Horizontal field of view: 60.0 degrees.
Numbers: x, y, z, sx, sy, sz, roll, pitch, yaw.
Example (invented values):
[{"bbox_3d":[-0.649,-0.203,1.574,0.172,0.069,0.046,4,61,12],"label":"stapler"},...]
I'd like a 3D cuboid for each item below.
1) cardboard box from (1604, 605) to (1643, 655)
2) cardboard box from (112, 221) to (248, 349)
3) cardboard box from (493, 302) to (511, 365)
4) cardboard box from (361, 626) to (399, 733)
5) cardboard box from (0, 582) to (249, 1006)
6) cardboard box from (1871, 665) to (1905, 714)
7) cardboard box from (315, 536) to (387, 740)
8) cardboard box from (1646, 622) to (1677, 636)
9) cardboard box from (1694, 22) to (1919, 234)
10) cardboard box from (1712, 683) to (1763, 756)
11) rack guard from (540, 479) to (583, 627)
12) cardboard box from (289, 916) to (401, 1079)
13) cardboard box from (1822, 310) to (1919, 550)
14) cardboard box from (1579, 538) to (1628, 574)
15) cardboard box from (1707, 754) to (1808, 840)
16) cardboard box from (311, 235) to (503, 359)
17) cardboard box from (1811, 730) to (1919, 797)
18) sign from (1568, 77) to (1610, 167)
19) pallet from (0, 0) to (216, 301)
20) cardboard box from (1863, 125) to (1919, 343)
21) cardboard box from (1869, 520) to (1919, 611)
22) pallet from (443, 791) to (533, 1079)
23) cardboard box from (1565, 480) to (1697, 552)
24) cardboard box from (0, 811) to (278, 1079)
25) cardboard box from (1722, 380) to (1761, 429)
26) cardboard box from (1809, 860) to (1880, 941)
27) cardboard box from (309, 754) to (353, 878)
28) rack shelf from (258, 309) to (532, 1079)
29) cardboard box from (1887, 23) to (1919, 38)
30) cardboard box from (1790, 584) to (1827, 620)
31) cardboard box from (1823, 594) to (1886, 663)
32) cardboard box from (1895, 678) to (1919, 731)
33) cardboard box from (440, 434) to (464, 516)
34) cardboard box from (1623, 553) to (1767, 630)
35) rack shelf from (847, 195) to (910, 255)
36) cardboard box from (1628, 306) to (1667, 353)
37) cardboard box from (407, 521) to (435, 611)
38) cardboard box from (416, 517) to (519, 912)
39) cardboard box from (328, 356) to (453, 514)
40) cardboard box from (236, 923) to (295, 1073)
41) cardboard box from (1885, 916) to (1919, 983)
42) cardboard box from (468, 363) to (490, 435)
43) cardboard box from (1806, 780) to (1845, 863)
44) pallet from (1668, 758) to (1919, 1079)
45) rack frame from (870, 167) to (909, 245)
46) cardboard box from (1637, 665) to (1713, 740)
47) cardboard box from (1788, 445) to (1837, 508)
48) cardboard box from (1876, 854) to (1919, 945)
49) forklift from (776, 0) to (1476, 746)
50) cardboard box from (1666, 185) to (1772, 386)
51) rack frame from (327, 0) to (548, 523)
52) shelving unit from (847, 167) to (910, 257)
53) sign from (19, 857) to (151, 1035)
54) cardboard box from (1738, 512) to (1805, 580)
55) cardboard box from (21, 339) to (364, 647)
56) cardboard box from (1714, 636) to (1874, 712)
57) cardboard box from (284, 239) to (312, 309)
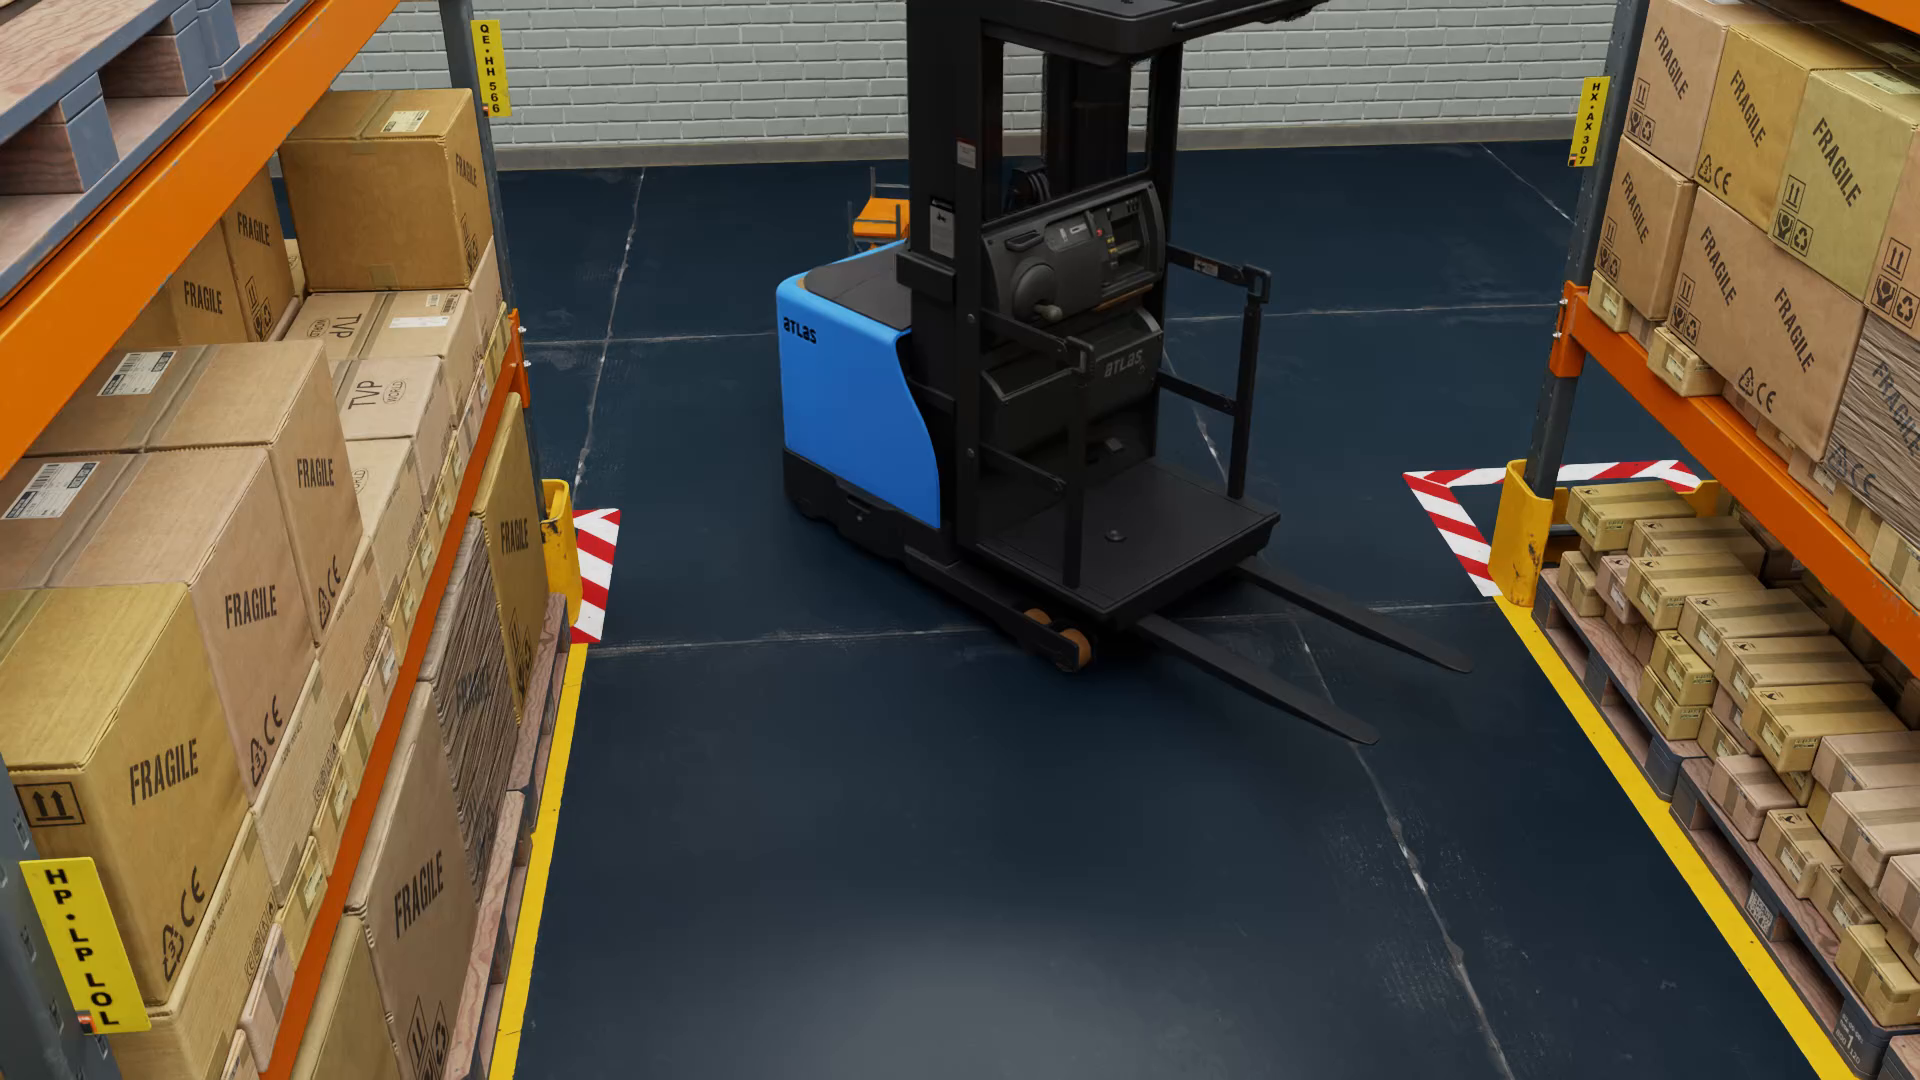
[{"bbox_3d":[2.652,0.292,6.206,0.380,0.149,0.250,-3,31,-5],"label":"cardboard box"},{"bbox_3d":[-2.255,-0.586,4.430,0.500,0.500,0.500,-4,31,-6],"label":"cardboard box"},{"bbox_3d":[-1.771,-0.704,5.748,0.380,0.149,0.250,-2,31,-4],"label":"cardboard box"},{"bbox_3d":[-1.577,0.343,3.995,0.380,0.149,0.250,-2,31,-4],"label":"cardboard box"},{"bbox_3d":[-1.549,0.422,2.743,0.500,0.500,0.500,-3,31,-5],"label":"cardboard box"},{"bbox_3d":[3.260,0.537,5.507,0.380,0.149,0.250,-2,31,-4],"label":"cardboard box"},{"bbox_3d":[-1.637,0.230,3.796,0.500,0.250,0.500,-2,31,-3],"label":"cardboard box"},{"bbox_3d":[2.689,0.295,5.911,0.380,0.149,0.250,-2,31,-4],"label":"cardboard box"},{"bbox_3d":[2.646,-1.265,5.079,0.500,0.500,0.500,-2,31,-3],"label":"cardboard box"},{"bbox_3d":[2.724,0.562,5.464,0.380,0.149,0.250,-4,31,-7],"label":"cardboard box"},{"bbox_3d":[-2.135,0.083,6.624,1.175,0.500,0.348,-3,31,-5],"label":"rack guard"},{"bbox_3d":[-1.741,1.455,3.551,0.875,0.875,0.875,-3,31,-5],"label":"cardboard box"},{"bbox_3d":[2.744,-0.309,4.455,0.500,0.500,0.500,-4,31,-6],"label":"cardboard box"},{"bbox_3d":[2.609,0.032,6.352,0.380,0.149,0.250,-2,31,-3],"label":"cardboard box"},{"bbox_3d":[2.652,0.812,5.337,0.380,0.149,0.250,-4,31,-7],"label":"cardboard box"},{"bbox_3d":[-1.823,-0.806,5.531,0.500,0.250,0.500,-3,31,-5],"label":"cardboard box"},{"bbox_3d":[2.787,0.703,4.939,0.380,0.149,0.250,-3,31,-4],"label":"cardboard box"},{"bbox_3d":[2.275,-1.510,6.008,0.100,0.325,0.005,-3,31,-5],"label":"sign"},{"bbox_3d":[-1.825,-0.604,2.497,1.003,0.211,1.213,-3,31,-5],"label":"pallet"},{"bbox_3d":[2.724,-0.738,4.198,0.500,0.500,0.500,-4,31,-6],"label":"cardboard box"},{"bbox_3d":[2.712,0.057,4.475,0.380,0.149,0.250,-2,31,-4],"label":"cardboard box"},{"bbox_3d":[-1.869,1.245,4.960,1.003,0.211,1.213,-3,31,-5],"label":"pallet"},{"bbox_3d":[2.526,-0.092,6.269,0.380,0.149,0.250,-4,31,-7],"label":"cardboard box"},{"bbox_3d":[-1.542,0.749,2.928,0.500,0.250,0.500,-3,31,-5],"label":"cardboard box"},{"bbox_3d":[2.717,-0.481,5.376,0.380,0.149,0.250,-1,31,-2],"label":"cardboard box"},{"bbox_3d":[2.759,1.073,4.899,0.380,0.149,0.250,-2,31,-4],"label":"cardboard box"},{"bbox_3d":[-1.531,0.602,3.561,0.380,0.149,0.250,-4,31,-6],"label":"cardboard box"},{"bbox_3d":[-1.946,0.352,4.437,1.077,0.370,4.000,-3,31,-5],"label":"rack shelf"},{"bbox_3d":[3.153,-1.283,5.111,0.500,0.500,0.500,-4,31,-6],"label":"cardboard box"},{"bbox_3d":[3.199,0.273,5.948,0.380,0.149,0.250,-4,31,-7],"label":"cardboard box"},{"bbox_3d":[3.195,0.275,5.655,0.380,0.149,0.250,-4,31,-7],"label":"cardboard box"},{"bbox_3d":[3.190,0.549,5.196,0.380,0.149,0.250,-4,31,-6],"label":"cardboard box"},{"bbox_3d":[-1.674,-0.183,4.876,0.380,0.149,0.250,-3,31,-6],"label":"cardboard box"},{"bbox_3d":[2.567,0.178,5.818,0.380,0.149,0.250,-3,31,-5],"label":"cardboard box"},{"bbox_3d":[-0.344,-1.449,7.739,0.258,0.148,0.480,5,31,8],"label":"rack shelf"},{"bbox_3d":[2.584,-0.747,5.820,0.380,0.149,0.250,-2,31,-3],"label":"cardboard box"},{"bbox_3d":[-1.629,0.076,4.442,0.380,0.149,0.250,-2,31,-4],"label":"cardboard box"},{"bbox_3d":[-1.908,0.542,5.081,0.875,0.875,0.875,-3,31,-5],"label":"cardboard box"},{"bbox_3d":[-1.728,-0.288,4.663,0.500,0.250,0.500,-4,31,-6],"label":"cardboard box"},{"bbox_3d":[-1.480,0.871,3.111,0.380,0.149,0.250,-4,31,-6],"label":"cardboard box"},{"bbox_3d":[2.794,1.113,4.542,0.380,0.149,0.250,-2,31,-3],"label":"cardboard box"},{"bbox_3d":[-1.723,-0.443,5.311,0.380,0.149,0.250,-3,31,-4],"label":"cardboard box"},{"bbox_3d":[2.806,0.837,5.004,0.380,0.149,0.250,-1,31,-2],"label":"cardboard box"},{"bbox_3d":[2.974,1.110,5.186,1.003,0.211,1.213,-3,31,-5],"label":"pallet"},{"bbox_3d":[-0.304,-1.235,8.147,0.240,1.200,0.015,5,31,8],"label":"rack frame"},{"bbox_3d":[2.596,0.554,5.767,0.380,0.149,0.250,-2,31,-4],"label":"cardboard box"},{"bbox_3d":[2.713,-0.214,4.929,0.380,0.149,0.250,-3,31,-6],"label":"cardboard box"},{"bbox_3d":[2.739,0.972,4.488,0.380,0.149,0.250,-4,31,-7],"label":"cardboard box"},{"bbox_3d":[0.591,-1.049,6.148,1.130,2.935,3.031,-26,40,-36],"label":"forklift"},{"bbox_3d":[2.658,-0.820,5.310,0.500,0.500,0.500,-3,31,-4],"label":"cardboard box"},{"bbox_3d":[-2.132,-0.978,5.962,1.000,3.000,0.127,-3,31,-5],"label":"rack frame"},{"bbox_3d":[-0.344,-1.111,7.941,0.258,1.200,0.503,5,31,8],"label":"shelving unit"},{"bbox_3d":[-1.219,0.570,2.318,0.100,0.325,0.005,-3,31,-5],"label":"sign"},{"bbox_3d":[3.083,0.013,6.093,0.380,0.149,0.250,-2,31,-4],"label":"cardboard box"},{"bbox_3d":[-1.640,-0.095,3.609,0.500,0.500,0.500,-4,31,-6],"label":"cardboard box"},{"bbox_3d":[2.690,0.443,5.374,0.380,0.149,0.250,-2,31,-3],"label":"cardboard box"},{"bbox_3d":[-2.356,-0.783,5.492,0.500,0.250,0.500,-4,31,-6],"label":"cardboard box"}]
